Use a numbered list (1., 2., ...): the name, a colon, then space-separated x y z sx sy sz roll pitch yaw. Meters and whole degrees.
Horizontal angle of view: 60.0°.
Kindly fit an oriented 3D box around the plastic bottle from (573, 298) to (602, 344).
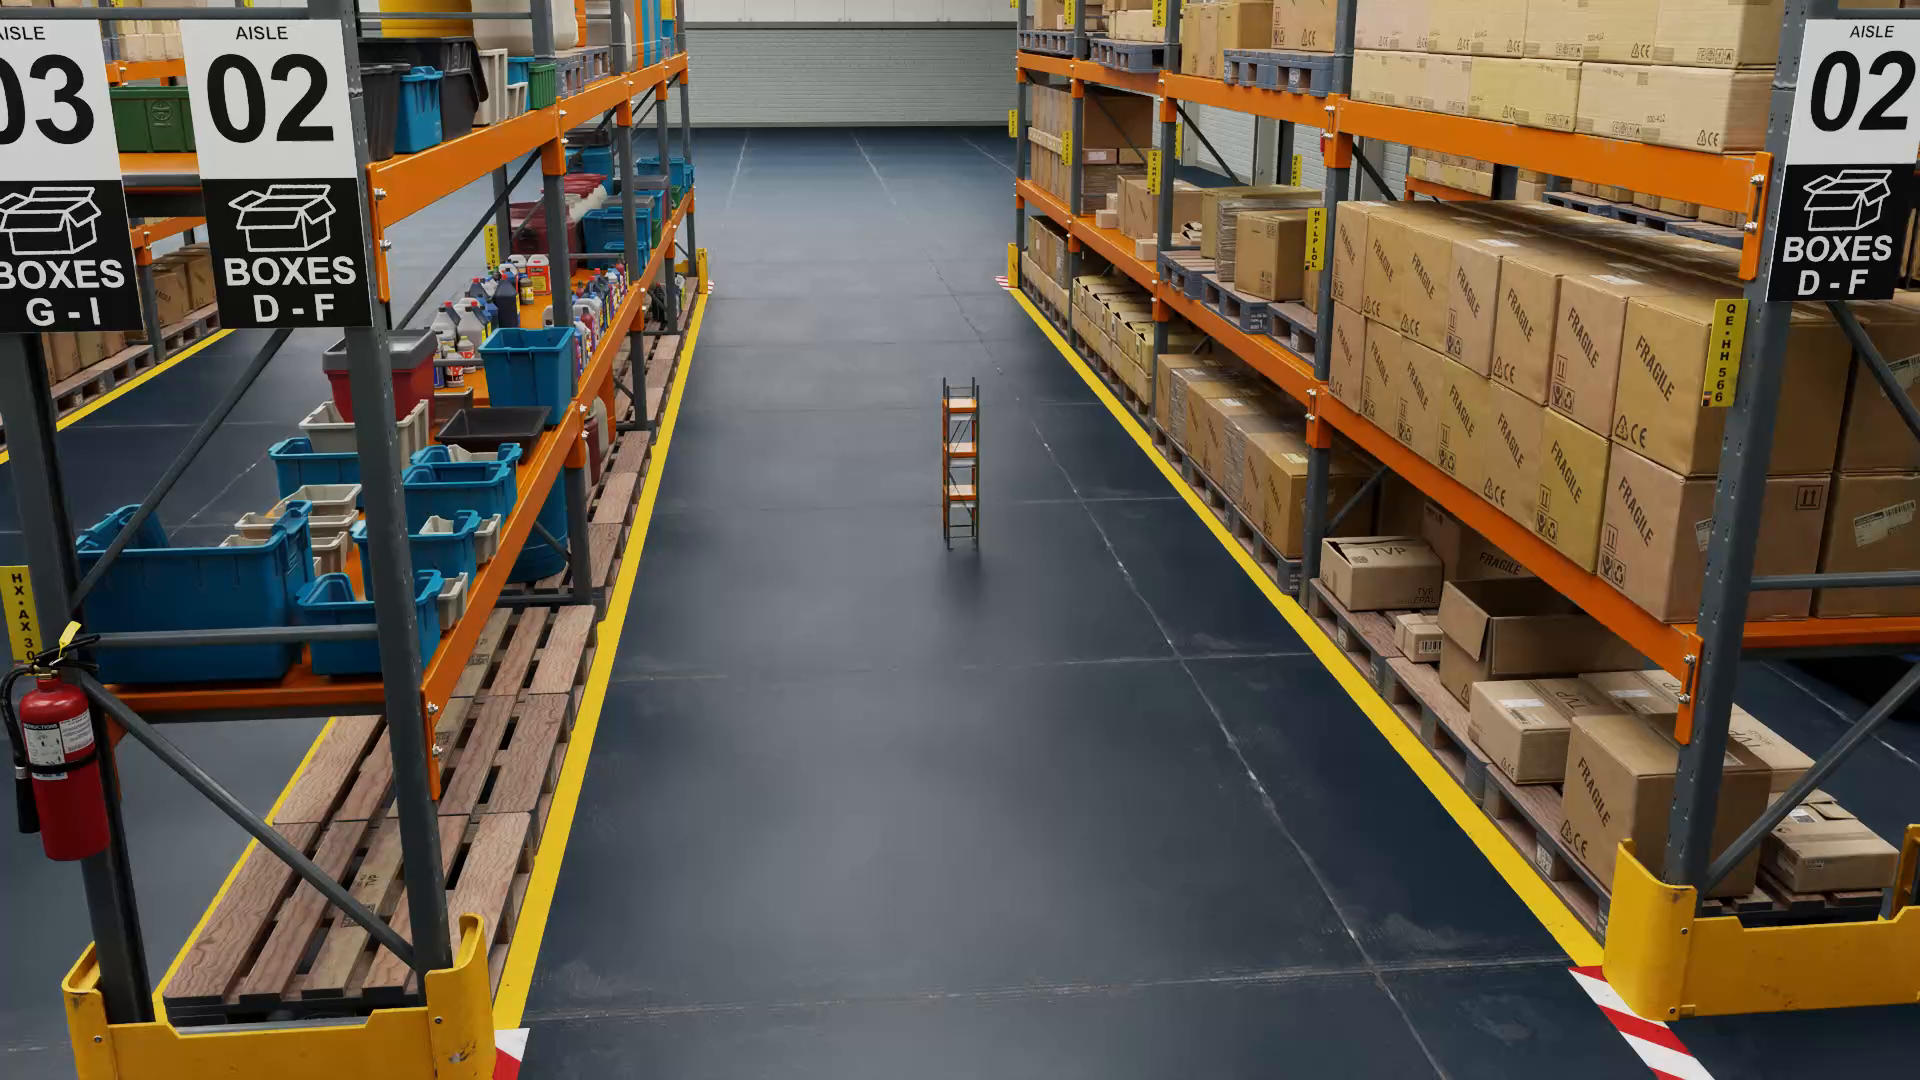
1. plastic bottle: -2.279 -1.343 10.154 0.152 0.276 0.135 -2 18 -6

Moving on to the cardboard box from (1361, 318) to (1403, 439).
1. cardboard box: 2.274 -0.794 8.032 0.500 0.500 0.500 -1 17 -5

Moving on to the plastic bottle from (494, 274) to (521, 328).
1. plastic bottle: -2.887 -1.521 10.595 0.144 0.351 0.185 -2 18 -6

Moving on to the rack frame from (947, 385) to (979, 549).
1. rack frame: 0.018 -0.449 10.353 0.200 1.050 0.008 -2 18 -6

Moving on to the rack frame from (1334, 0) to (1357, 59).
1. rack frame: 2.437 -3.922 8.145 1.000 3.000 0.127 -2 18 -6

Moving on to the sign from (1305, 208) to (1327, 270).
1. sign: 1.885 -1.593 8.812 0.100 0.325 0.005 -2 18 -6

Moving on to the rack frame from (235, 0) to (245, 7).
1. rack frame: -8.655 -7.192 18.561 1.000 3.000 0.127 -2 18 -6

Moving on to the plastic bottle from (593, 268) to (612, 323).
1. plastic bottle: -2.344 -1.579 10.781 0.144 0.351 0.185 -2 18 -6

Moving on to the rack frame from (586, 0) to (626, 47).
1. rack frame: -2.903 -4.961 11.457 1.000 3.000 0.127 -2 18 -6

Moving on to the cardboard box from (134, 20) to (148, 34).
1. cardboard box: -8.071 -4.953 16.023 0.380 0.149 0.250 -2 18 -5

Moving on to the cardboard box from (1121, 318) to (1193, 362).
1. cardboard box: 1.665 -1.710 14.070 0.500 0.311 0.500 -2 18 -6

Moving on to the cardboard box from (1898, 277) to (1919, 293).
1. cardboard box: 6.915 -1.807 11.811 0.380 0.149 0.250 -2 17 -5

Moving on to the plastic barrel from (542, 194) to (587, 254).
1. plastic barrel: -3.265 -2.578 13.694 0.421 0.512 0.421 0 17 0

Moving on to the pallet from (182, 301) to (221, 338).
1. pallet: -8.475 -2.371 17.876 1.003 0.211 1.213 -2 18 -6

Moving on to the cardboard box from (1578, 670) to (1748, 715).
1. cardboard box: 2.972 0.766 7.086 0.500 0.250 0.500 -2 18 -6

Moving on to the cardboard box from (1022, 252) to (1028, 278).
1. cardboard box: 1.033 -3.356 20.250 0.500 0.250 0.500 -2 18 -6

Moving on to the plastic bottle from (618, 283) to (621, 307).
1. plastic bottle: -2.389 -1.706 11.436 0.097 0.201 0.097 0 17 0

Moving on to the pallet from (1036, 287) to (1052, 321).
1. pallet: 1.442 -2.715 18.972 1.003 0.211 1.213 -2 18 -6

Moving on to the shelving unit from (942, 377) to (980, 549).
1. shelving unit: 0.005 -0.485 10.469 0.215 1.050 0.252 -2 18 -6

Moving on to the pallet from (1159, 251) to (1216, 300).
1. pallet: 2.164 -1.960 12.232 1.213 0.211 1.003 -2 18 -6

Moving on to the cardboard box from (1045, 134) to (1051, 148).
1. cardboard box: 1.160 -4.484 18.704 0.380 0.149 0.250 -2 18 -6

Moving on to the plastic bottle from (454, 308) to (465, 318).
1. plastic bottle: -2.942 -1.215 9.746 0.152 0.276 0.135 -2 18 -6

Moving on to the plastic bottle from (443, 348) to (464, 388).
1. plastic bottle: -2.730 -0.929 8.961 0.097 0.201 0.097 0 17 0

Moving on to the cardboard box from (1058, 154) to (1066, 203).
1. cardboard box: 1.451 -3.929 18.017 0.700 0.500 0.500 -2 17 -5

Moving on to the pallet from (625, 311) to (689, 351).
1. pallet: -3.343 -2.162 17.211 1.003 0.211 1.213 -2 18 -6

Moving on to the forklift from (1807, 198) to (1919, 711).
1. forklift: 4.791 -0.985 8.923 1.130 2.935 3.031 -2 18 -7

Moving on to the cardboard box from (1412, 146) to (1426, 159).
1. cardboard box: 5.876 -4.933 20.347 0.500 0.500 0.500 -2 18 -6

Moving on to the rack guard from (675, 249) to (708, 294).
1. rack guard: -3.673 -3.269 20.254 1.175 0.500 0.348 -2 18 -6

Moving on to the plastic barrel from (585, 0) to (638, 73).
1. plastic barrel: -2.772 -4.021 12.632 0.600 0.901 0.600 0 17 0

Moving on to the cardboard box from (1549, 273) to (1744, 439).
1. cardboard box: 2.477 -0.667 5.957 0.500 0.500 0.500 -1 17 -4

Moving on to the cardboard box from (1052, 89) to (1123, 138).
1. cardboard box: 1.404 -4.690 18.275 0.700 0.500 0.500 -2 18 -6

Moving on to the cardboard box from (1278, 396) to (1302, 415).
1. cardboard box: 2.468 -0.687 11.295 0.500 0.500 0.500 -2 18 -8

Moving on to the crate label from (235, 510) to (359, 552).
1. crate label: -2.411 -0.025 6.088 0.396 0.136 0.243 -2 18 -6

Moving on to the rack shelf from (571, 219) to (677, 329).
1. rack shelf: -3.109 -2.352 14.361 1.077 0.370 4.000 -2 18 -6

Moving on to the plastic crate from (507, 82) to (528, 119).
1. plastic crate: -1.981 -1.846 6.980 0.293 0.136 0.466 -2 18 -6

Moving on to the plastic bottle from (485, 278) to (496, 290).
1. plastic bottle: -3.100 -1.588 10.943 0.097 0.271 0.097 0 17 0

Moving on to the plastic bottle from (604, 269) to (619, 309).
1. plastic bottle: -2.379 -1.711 11.333 0.097 0.271 0.097 0 17 0

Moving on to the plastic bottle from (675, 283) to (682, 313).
1. plastic bottle: -3.005 -2.546 17.468 0.144 0.351 0.185 -3 18 -8

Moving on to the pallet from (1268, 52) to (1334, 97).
1. pallet: 2.440 -2.597 9.248 1.213 0.211 1.003 -2 18 -6

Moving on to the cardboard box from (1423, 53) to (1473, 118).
1. cardboard box: 2.339 -1.968 7.181 0.500 0.250 0.500 -2 18 -6

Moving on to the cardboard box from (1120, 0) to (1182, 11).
1. cardboard box: 1.718 -5.007 14.906 0.500 0.500 0.500 0 17 0

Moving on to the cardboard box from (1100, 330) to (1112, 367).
1. cardboard box: 1.566 -1.745 15.118 0.500 0.250 0.500 -1 17 -5

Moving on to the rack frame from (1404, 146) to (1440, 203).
1. rack frame: 6.126 -4.789 20.922 1.000 3.000 0.127 -2 18 -6

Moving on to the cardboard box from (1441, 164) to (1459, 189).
1. cardboard box: 5.975 -4.265 19.472 0.500 0.250 0.500 -2 18 -7

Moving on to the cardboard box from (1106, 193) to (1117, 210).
1. cardboard box: 1.706 -3.226 16.195 0.500 0.250 0.500 -1 17 -2

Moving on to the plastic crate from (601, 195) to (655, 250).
1. plastic crate: -2.765 -2.621 13.910 0.402 0.464 0.583 -2 18 -6

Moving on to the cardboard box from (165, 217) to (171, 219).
1. cardboard box: -8.031 -3.240 16.408 0.380 0.149 0.250 -2 18 -6

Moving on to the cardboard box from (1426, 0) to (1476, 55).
1. cardboard box: 2.333 -2.207 7.106 0.500 0.250 0.500 -2 18 -6

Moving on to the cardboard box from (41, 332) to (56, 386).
1. cardboard box: -8.054 -1.496 13.873 0.700 0.500 0.500 0 17 -1

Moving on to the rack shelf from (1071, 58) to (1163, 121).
1. rack shelf: 1.818 -3.935 14.396 1.077 0.370 4.000 -2 18 -6

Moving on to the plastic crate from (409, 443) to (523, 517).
1. plastic crate: -1.943 -0.230 6.581 0.416 0.233 0.300 -2 18 -6

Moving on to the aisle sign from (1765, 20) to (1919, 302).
1. aisle sign: 2.552 -1.078 4.763 0.394 0.787 0.004 -2 18 -6

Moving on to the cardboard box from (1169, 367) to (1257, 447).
1. cardboard box: 1.847 -0.968 12.192 0.500 0.500 0.500 -2 18 -8
